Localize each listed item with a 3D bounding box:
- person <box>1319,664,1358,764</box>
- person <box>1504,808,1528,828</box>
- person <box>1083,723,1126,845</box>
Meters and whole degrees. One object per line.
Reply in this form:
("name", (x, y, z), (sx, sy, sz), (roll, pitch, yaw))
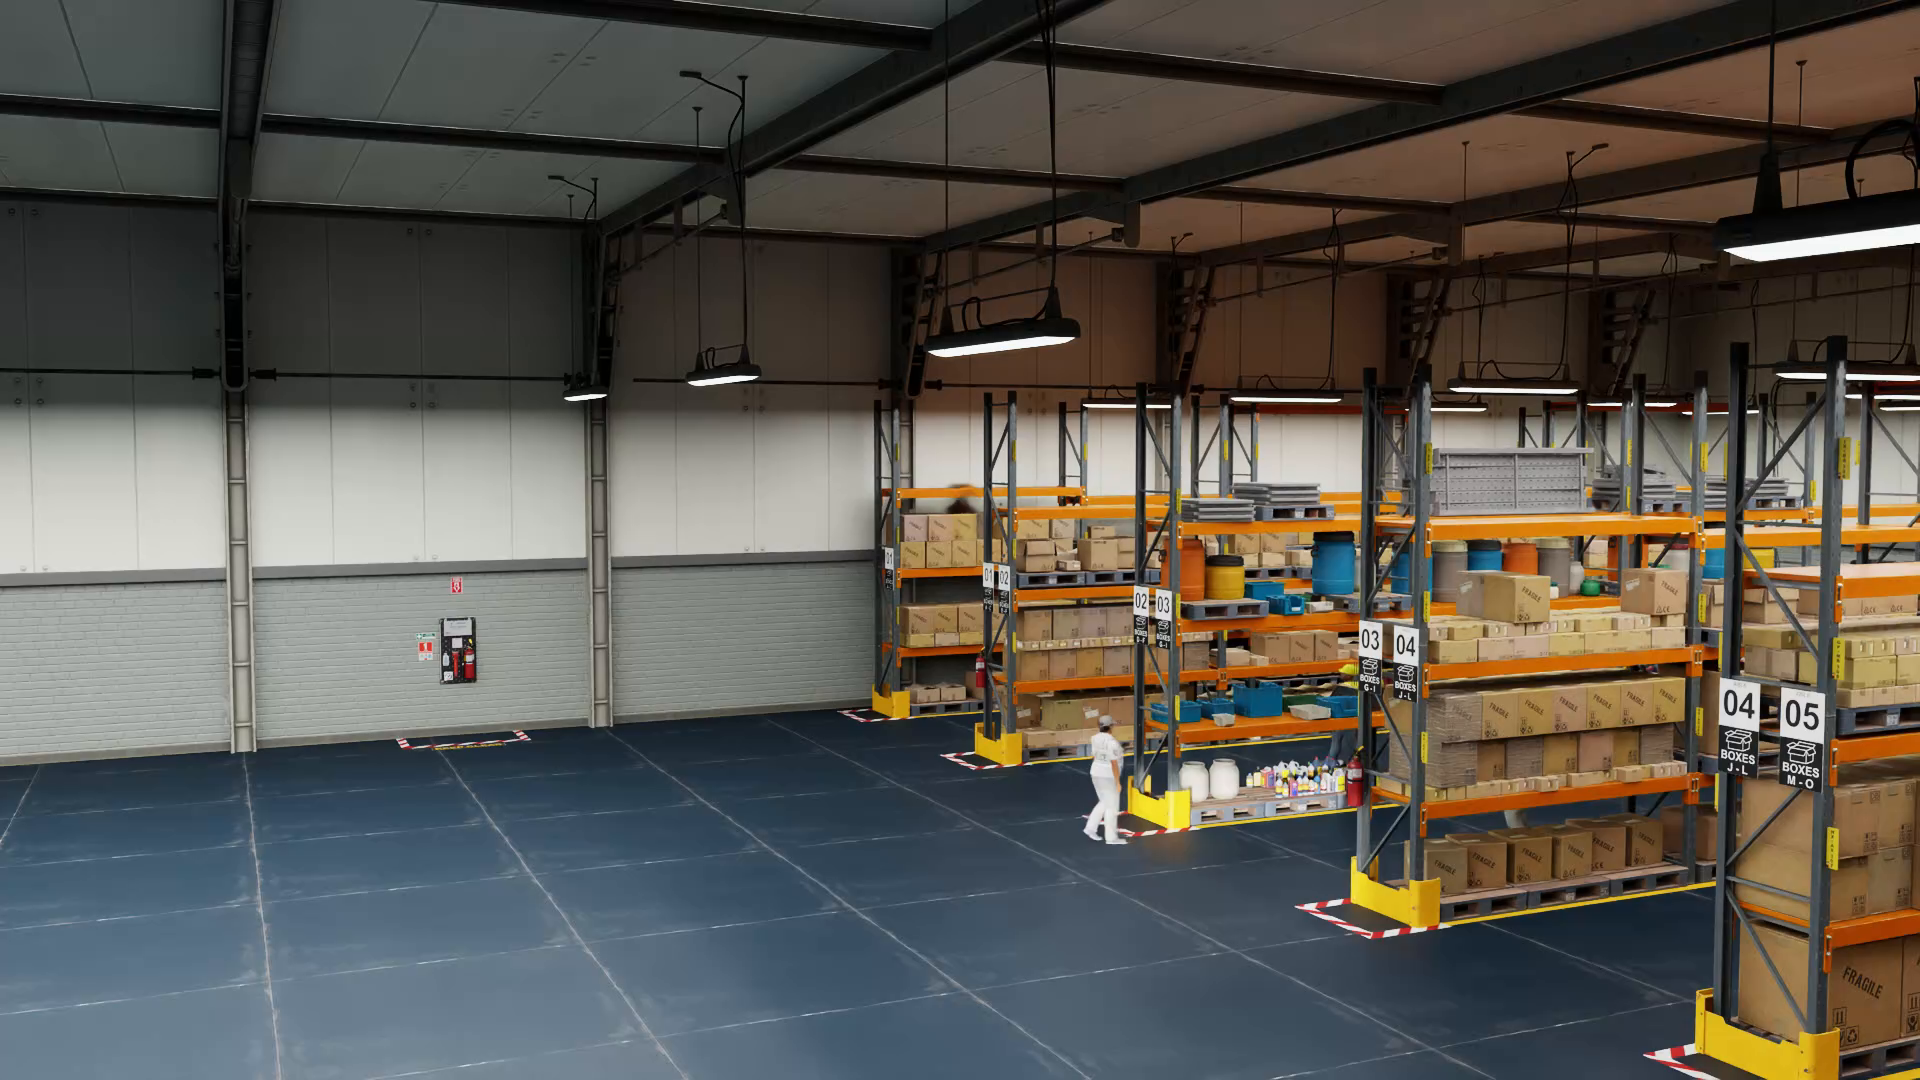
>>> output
("person", (6.021, 2.791, 26.010), (0.976, 1.718, 0.569), (1, 3, 17))
("person", (6.956, 3.108, 20.914), (0.442, 1.769, 0.565), (2, 4, 29))
("person", (1.912, 3.104, 21.486), (0.445, 1.663, 0.543), (-1, 4, -20))
